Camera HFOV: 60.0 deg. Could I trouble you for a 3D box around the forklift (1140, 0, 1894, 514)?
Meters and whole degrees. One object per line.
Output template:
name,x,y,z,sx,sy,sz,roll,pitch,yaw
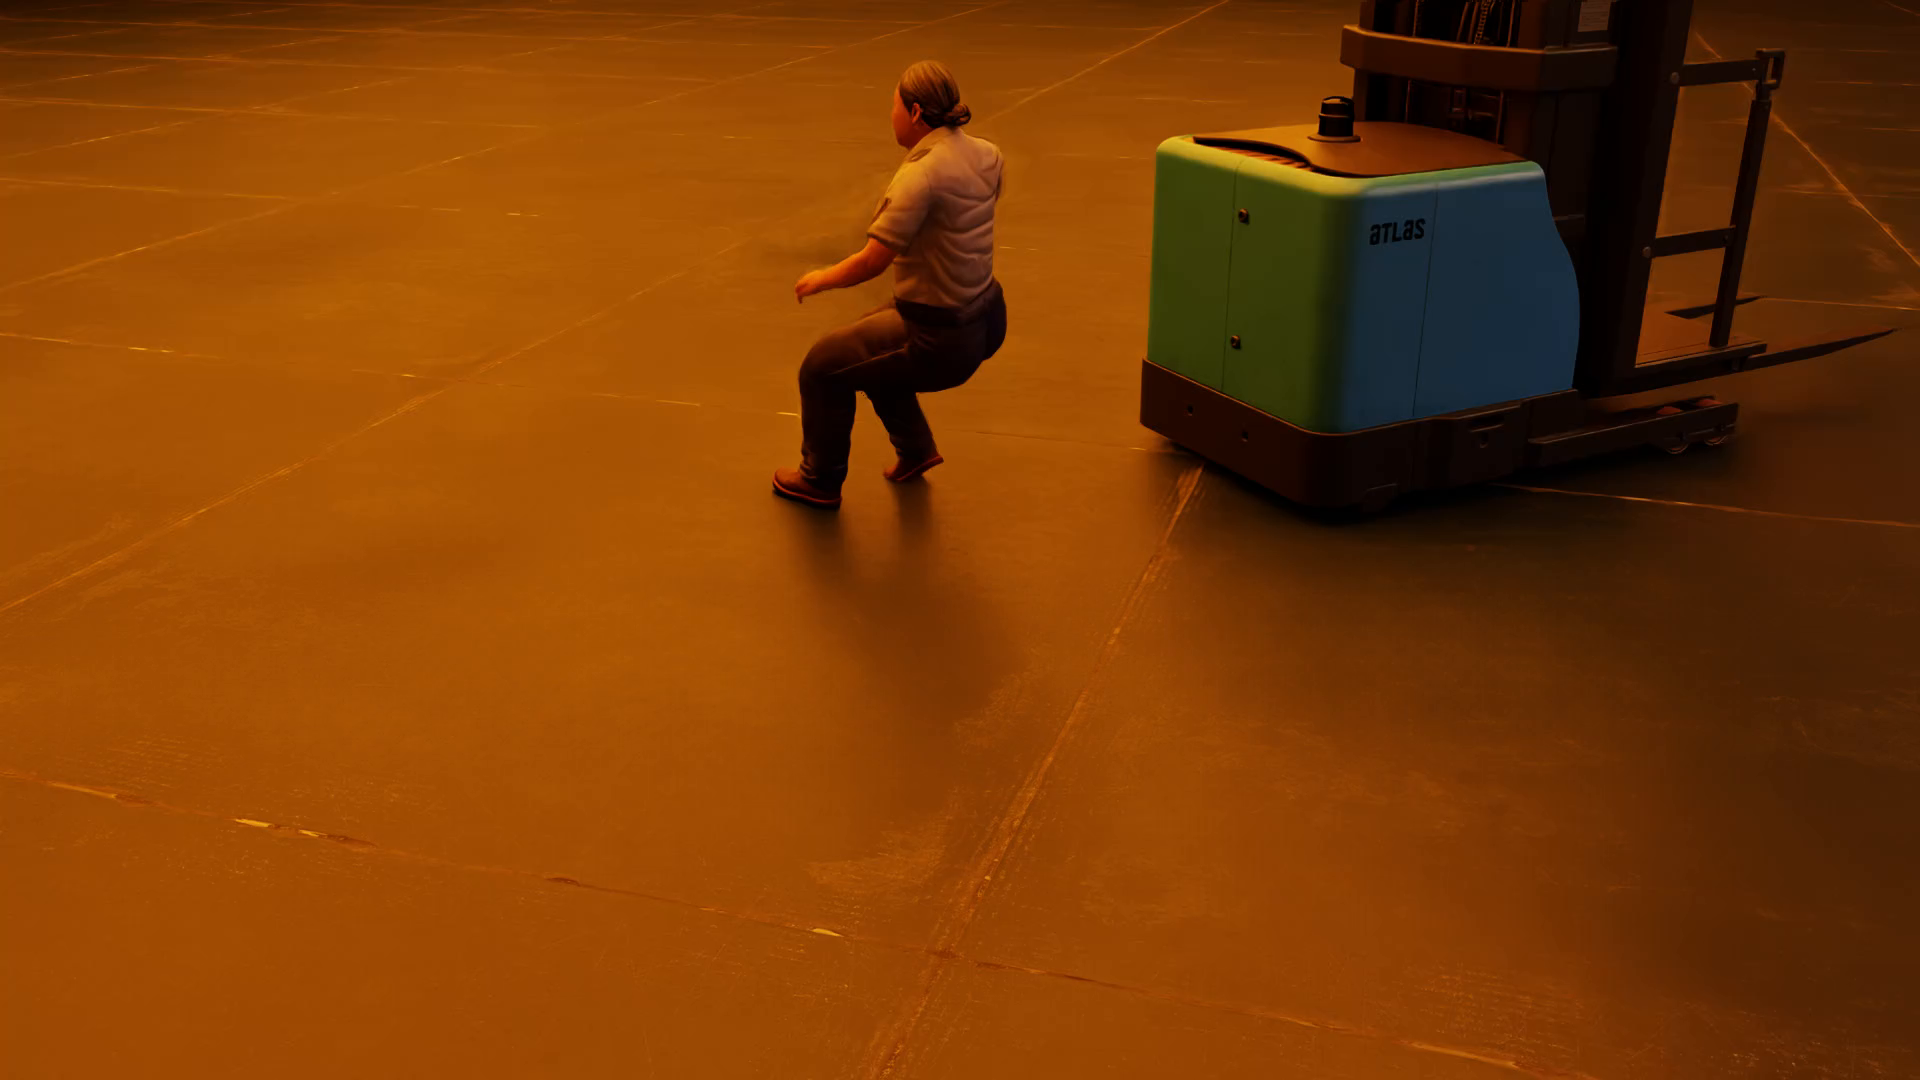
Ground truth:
forklift,2.190,-1.821,5.691,3.031,2.935,1.130,-11,25,-26

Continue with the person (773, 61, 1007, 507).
person,-0.272,-0.732,5.095,0.804,1.448,0.778,9,24,22
